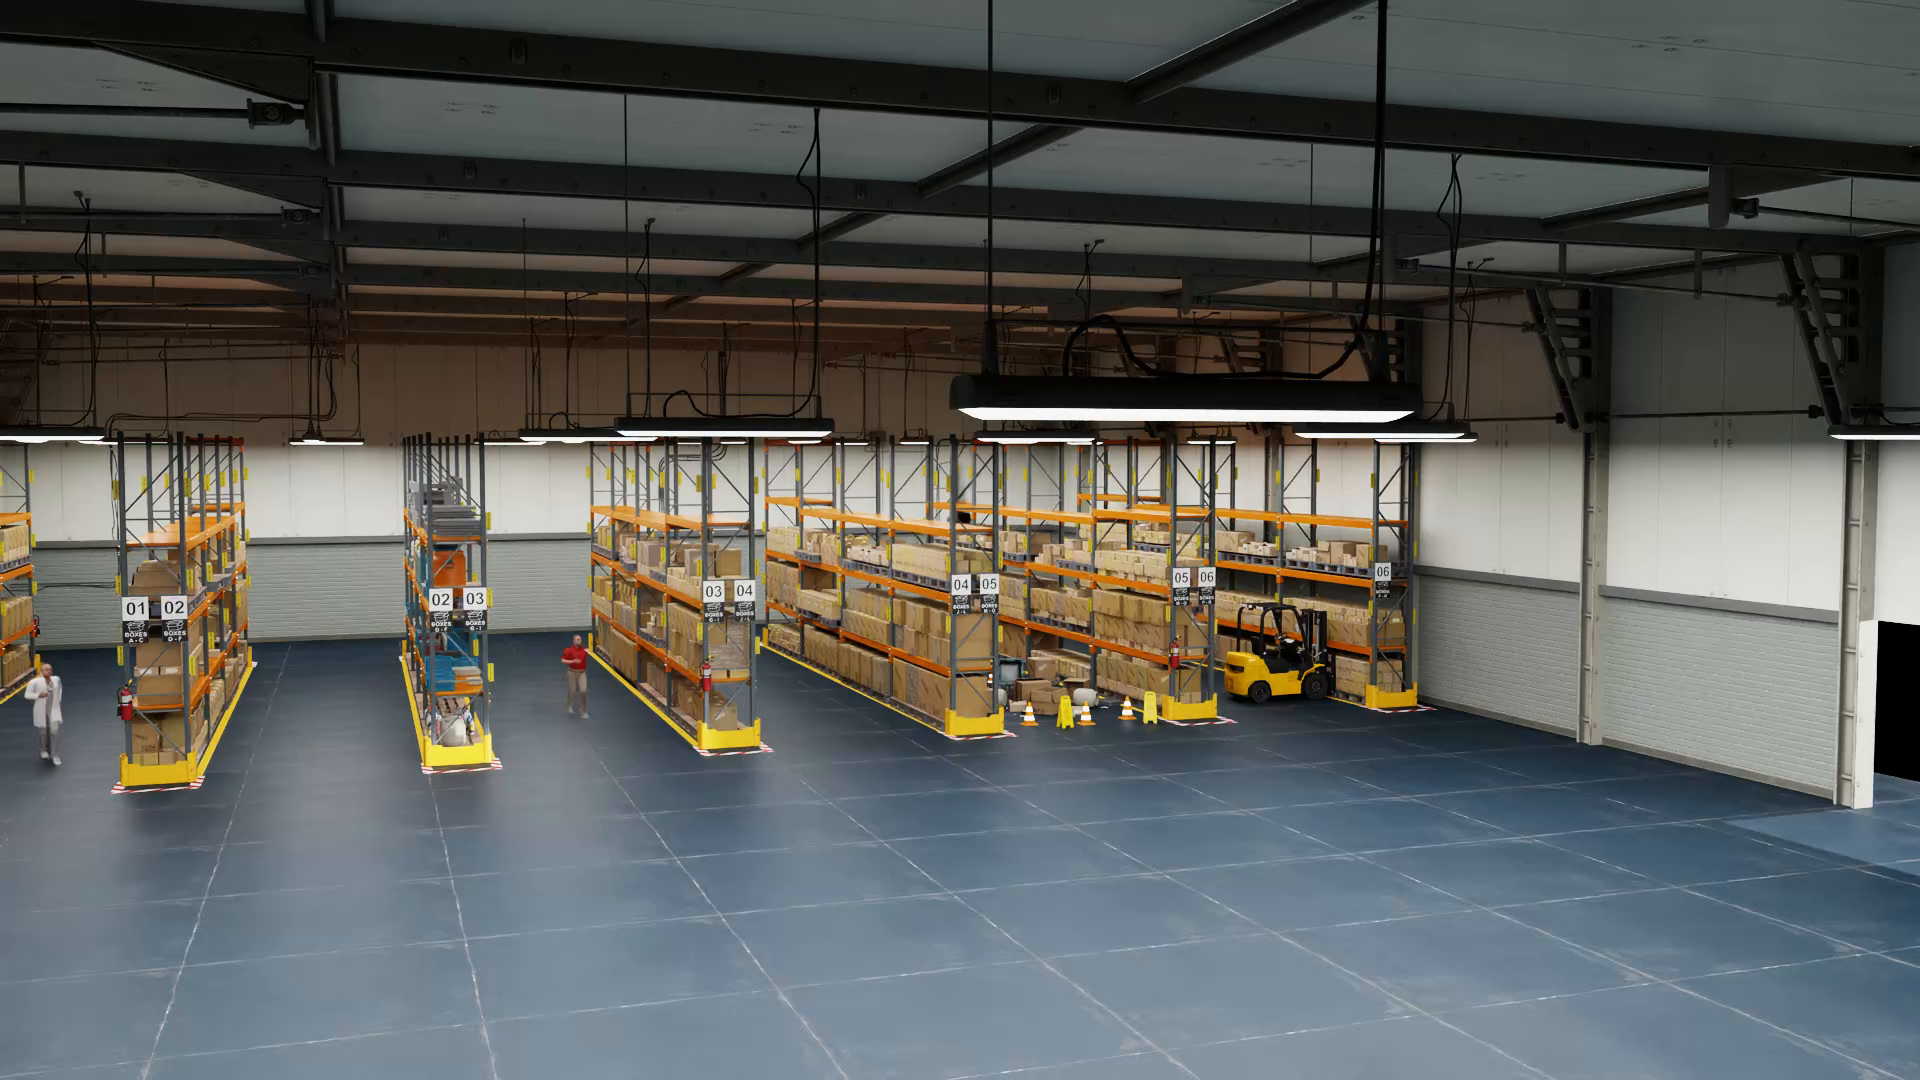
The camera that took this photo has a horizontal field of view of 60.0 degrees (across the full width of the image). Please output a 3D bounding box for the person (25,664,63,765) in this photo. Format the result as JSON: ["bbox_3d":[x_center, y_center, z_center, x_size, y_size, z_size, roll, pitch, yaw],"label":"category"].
[{"bbox_3d":[-16.629,3.178,30.216,0.668,1.842,0.862,-3,4,-41],"label":"person"}]

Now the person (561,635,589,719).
[{"bbox_3d":[-8.199,2.912,35.385,0.631,1.793,0.830,-2,4,-37],"label":"person"}]

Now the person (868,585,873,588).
[{"bbox_3d":[-2.482,2.137,45.704,0.652,1.797,0.742,-1,3,-17],"label":"person"}]
